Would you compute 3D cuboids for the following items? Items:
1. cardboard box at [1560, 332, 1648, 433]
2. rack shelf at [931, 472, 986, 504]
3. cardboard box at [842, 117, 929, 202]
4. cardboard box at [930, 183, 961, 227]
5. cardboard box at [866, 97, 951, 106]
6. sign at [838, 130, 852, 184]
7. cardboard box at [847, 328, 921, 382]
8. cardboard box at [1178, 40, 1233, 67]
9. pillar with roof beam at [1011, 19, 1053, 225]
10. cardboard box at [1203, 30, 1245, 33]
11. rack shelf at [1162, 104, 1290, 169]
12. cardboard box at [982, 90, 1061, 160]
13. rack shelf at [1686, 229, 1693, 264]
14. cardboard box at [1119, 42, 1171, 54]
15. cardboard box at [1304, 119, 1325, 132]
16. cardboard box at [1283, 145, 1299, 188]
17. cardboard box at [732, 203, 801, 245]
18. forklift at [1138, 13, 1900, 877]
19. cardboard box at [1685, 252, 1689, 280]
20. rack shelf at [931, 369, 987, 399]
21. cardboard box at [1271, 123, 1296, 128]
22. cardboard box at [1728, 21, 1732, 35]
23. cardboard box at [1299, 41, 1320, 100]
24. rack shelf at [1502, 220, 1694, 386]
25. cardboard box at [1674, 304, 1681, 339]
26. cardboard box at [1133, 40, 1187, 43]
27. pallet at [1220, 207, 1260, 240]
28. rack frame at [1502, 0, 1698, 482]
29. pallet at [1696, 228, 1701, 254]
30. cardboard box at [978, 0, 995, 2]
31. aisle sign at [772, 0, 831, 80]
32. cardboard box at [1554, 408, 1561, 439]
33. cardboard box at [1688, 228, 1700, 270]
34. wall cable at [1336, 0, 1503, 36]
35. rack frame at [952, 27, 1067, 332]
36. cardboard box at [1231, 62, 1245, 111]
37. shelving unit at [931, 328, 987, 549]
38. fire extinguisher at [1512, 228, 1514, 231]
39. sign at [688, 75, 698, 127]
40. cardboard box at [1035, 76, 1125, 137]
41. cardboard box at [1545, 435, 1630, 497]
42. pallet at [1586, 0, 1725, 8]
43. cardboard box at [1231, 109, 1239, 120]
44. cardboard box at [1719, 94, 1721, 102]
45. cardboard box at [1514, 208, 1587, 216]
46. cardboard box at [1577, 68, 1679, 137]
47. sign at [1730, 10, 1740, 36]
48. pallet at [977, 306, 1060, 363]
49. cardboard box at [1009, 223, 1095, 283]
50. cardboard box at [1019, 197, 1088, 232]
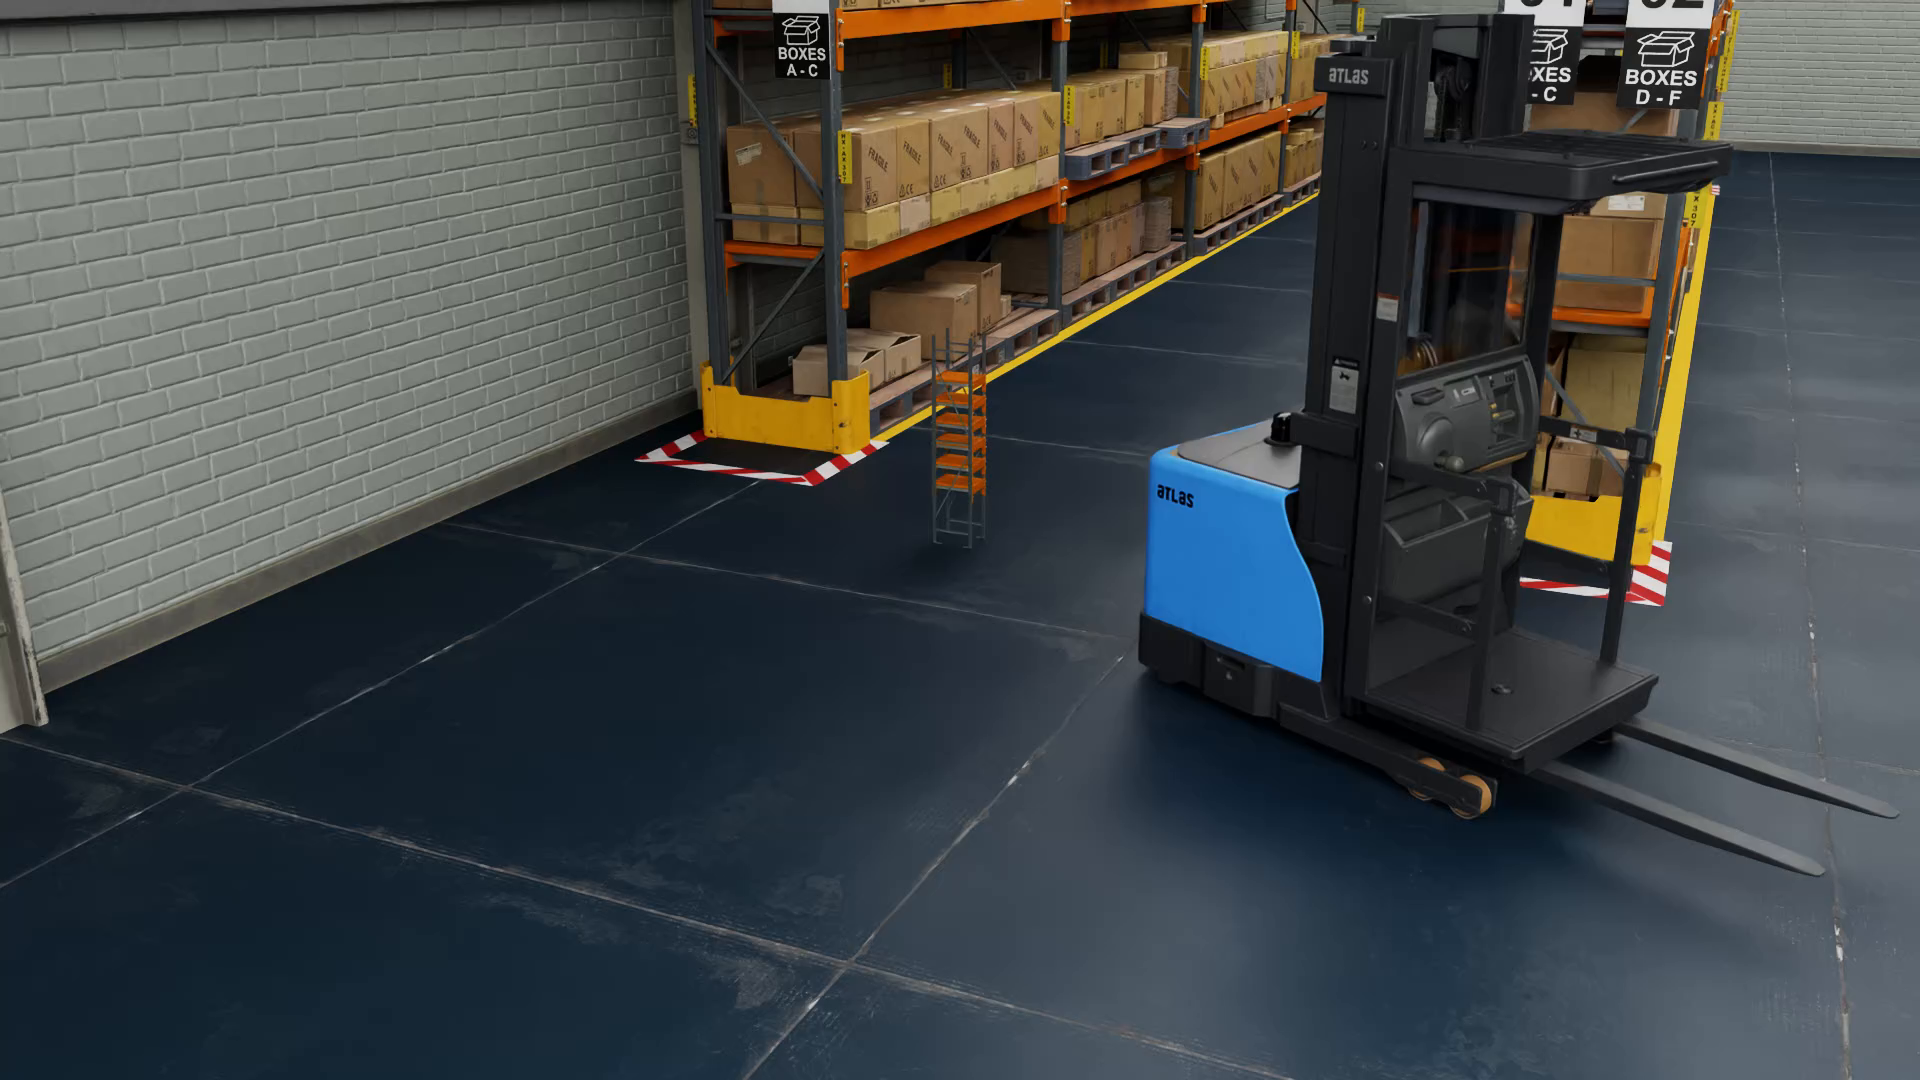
[{"bbox_3d":[3.921,-0.948,10.016,0.500,0.500,0.500,9,21,23],"label":"cardboard box"},{"bbox_3d":[-0.006,-0.293,9.351,0.258,0.103,0.180,9,21,23],"label":"rack shelf"},{"bbox_3d":[-0.544,-2.631,11.465,0.500,0.500,0.500,9,21,23],"label":"cardboard box"},{"bbox_3d":[-0.322,-2.445,12.060,0.500,0.250,0.500,8,21,22],"label":"cardboard box"},{"bbox_3d":[-0.395,-3.175,12.995,0.500,0.500,0.500,9,22,24],"label":"cardboard box"},{"bbox_3d":[-0.730,-2.418,10.499,0.100,0.325,0.005,9,21,23],"label":"sign"},{"bbox_3d":[-0.626,-1.398,12.281,0.500,0.311,0.500,11,22,27],"label":"cardboard box"},{"bbox_3d":[2.691,-5.348,18.288,0.500,0.250,0.500,8,21,22],"label":"cardboard box"},{"bbox_3d":[4.657,-6.487,14.280,9.100,9.000,0.400,9,21,23],"label":"pillar with roof beam"},{"bbox_3d":[3.263,-6.198,20.678,0.500,0.250,0.500,9,22,24],"label":"cardboard box"},{"bbox_3d":[2.870,-4.803,19.570,1.077,0.370,4.000,9,21,23],"label":"rack shelf"},{"bbox_3d":[0.501,-3.412,13.662,0.500,0.500,0.500,8,21,23],"label":"cardboard box"},{"bbox_3d":[5.753,-2.901,14.224,1.077,0.370,4.000,9,21,23],"label":"rack shelf"},{"bbox_3d":[2.000,-5.254,18.025,0.500,0.250,0.500,9,22,24],"label":"cardboard box"},{"bbox_3d":[5.141,-5.931,23.806,0.380,0.149,0.250,9,22,24],"label":"cardboard box"},{"bbox_3d":[4.089,-4.988,22.120,0.700,0.500,0.500,9,21,23],"label":"cardboard box"},{"bbox_3d":[-1.211,-2.193,11.352,0.500,0.250,0.500,9,21,23],"label":"cardboard box"},{"bbox_3d":[2.167,-0.493,6.482,1.130,2.935,3.031,-16,25,-38],"label":"forklift"},{"bbox_3d":[5.959,-2.358,14.261,0.500,0.311,0.500,9,22,24],"label":"cardboard box"},{"bbox_3d":[-0.006,-0.858,9.150,0.258,0.103,0.180,9,21,23],"label":"rack shelf"},{"bbox_3d":[4.483,-5.752,23.300,0.380,0.149,0.250,9,21,23],"label":"cardboard box"},{"bbox_3d":[9.502,-6.328,21.144,0.500,0.500,0.500,9,22,24],"label":"cardboard box"},{"bbox_3d":[4.230,-6.280,22.204,0.980,0.700,0.700,8,21,21],"label":"cardboard box"},{"bbox_3d":[4.115,-1.678,10.785,1.077,0.370,4.000,9,21,23],"label":"rack shelf"},{"bbox_3d":[5.535,-1.776,13.464,0.500,0.250,0.500,9,22,24],"label":"cardboard box"},{"bbox_3d":[2.215,-5.412,18.468,0.500,0.250,0.500,8,21,21],"label":"cardboard box"},{"bbox_3d":[2.943,-3.819,19.891,1.003,0.211,1.213,9,21,23],"label":"pallet"},{"bbox_3d":[3.296,-1.406,8.946,1.000,3.000,0.127,9,21,23],"label":"rack frame"},{"bbox_3d":[7.911,-3.507,19.014,1.003,0.211,1.213,9,21,23],"label":"pallet"},{"bbox_3d":[0.021,-4.261,12.319,0.500,0.500,0.500,8,21,21],"label":"cardboard box"},{"bbox_3d":[-0.981,-3.246,10.240,0.394,0.787,0.004,9,21,23],"label":"aisle sign"},{"bbox_3d":[3.440,-0.667,10.345,0.500,0.250,0.500,9,21,23],"label":"cardboard box"},{"bbox_3d":[7.019,-2.981,16.448,0.500,0.500,0.500,10,22,25],"label":"cardboard box"},{"bbox_3d":[7.969,-10.019,28.846,3.097,2.526,0.112,9,21,23],"label":"wall cable"},{"bbox_3d":[0.413,-3.307,14.292,1.000,3.000,0.127,9,21,23],"label":"rack frame"},{"bbox_3d":[2.910,-5.151,18.852,0.500,0.500,0.500,8,21,22],"label":"cardboard box"},{"bbox_3d":[-0.006,-0.561,9.255,0.258,1.200,0.189,9,21,23],"label":"shelving unit"},{"bbox_3d":[2.824,-1.397,9.036,0.296,0.674,0.183,9,21,23],"label":"fire extinguisher"},{"bbox_3d":[-1.723,-2.861,10.838,0.100,0.325,0.005,9,21,23],"label":"sign"},{"bbox_3d":[1.129,-4.088,15.681,0.700,0.500,0.500,12,23,30],"label":"cardboard box"},{"bbox_3d":[3.718,-0.442,9.711,0.500,0.250,0.500,9,21,23],"label":"cardboard box"},{"bbox_3d":[4.107,-3.364,10.108,1.003,0.211,1.213,9,21,23],"label":"pallet"},{"bbox_3d":[3.015,-4.960,19.285,0.380,0.149,0.250,9,21,23],"label":"cardboard box"},{"bbox_3d":[9.703,-6.011,21.745,0.500,0.500,0.500,9,21,23],"label":"cardboard box"},{"bbox_3d":[3.278,-1.902,9.222,0.380,0.149,0.250,8,21,22],"label":"cardboard box"},{"bbox_3d":[4.141,-2.690,10.472,0.700,0.500,0.500,9,21,23],"label":"cardboard box"},{"bbox_3d":[10.346,-6.909,22.220,0.100,0.325,0.005,9,21,23],"label":"sign"},{"bbox_3d":[0.170,-1.783,14.168,1.003,0.211,1.213,9,21,23],"label":"pallet"},{"bbox_3d":[0.865,-2.729,15.740,0.700,0.500,0.500,8,21,22],"label":"cardboard box"},{"bbox_3d":[0.876,-3.053,15.530,0.500,0.250,0.500,8,21,22],"label":"cardboard box"}]
